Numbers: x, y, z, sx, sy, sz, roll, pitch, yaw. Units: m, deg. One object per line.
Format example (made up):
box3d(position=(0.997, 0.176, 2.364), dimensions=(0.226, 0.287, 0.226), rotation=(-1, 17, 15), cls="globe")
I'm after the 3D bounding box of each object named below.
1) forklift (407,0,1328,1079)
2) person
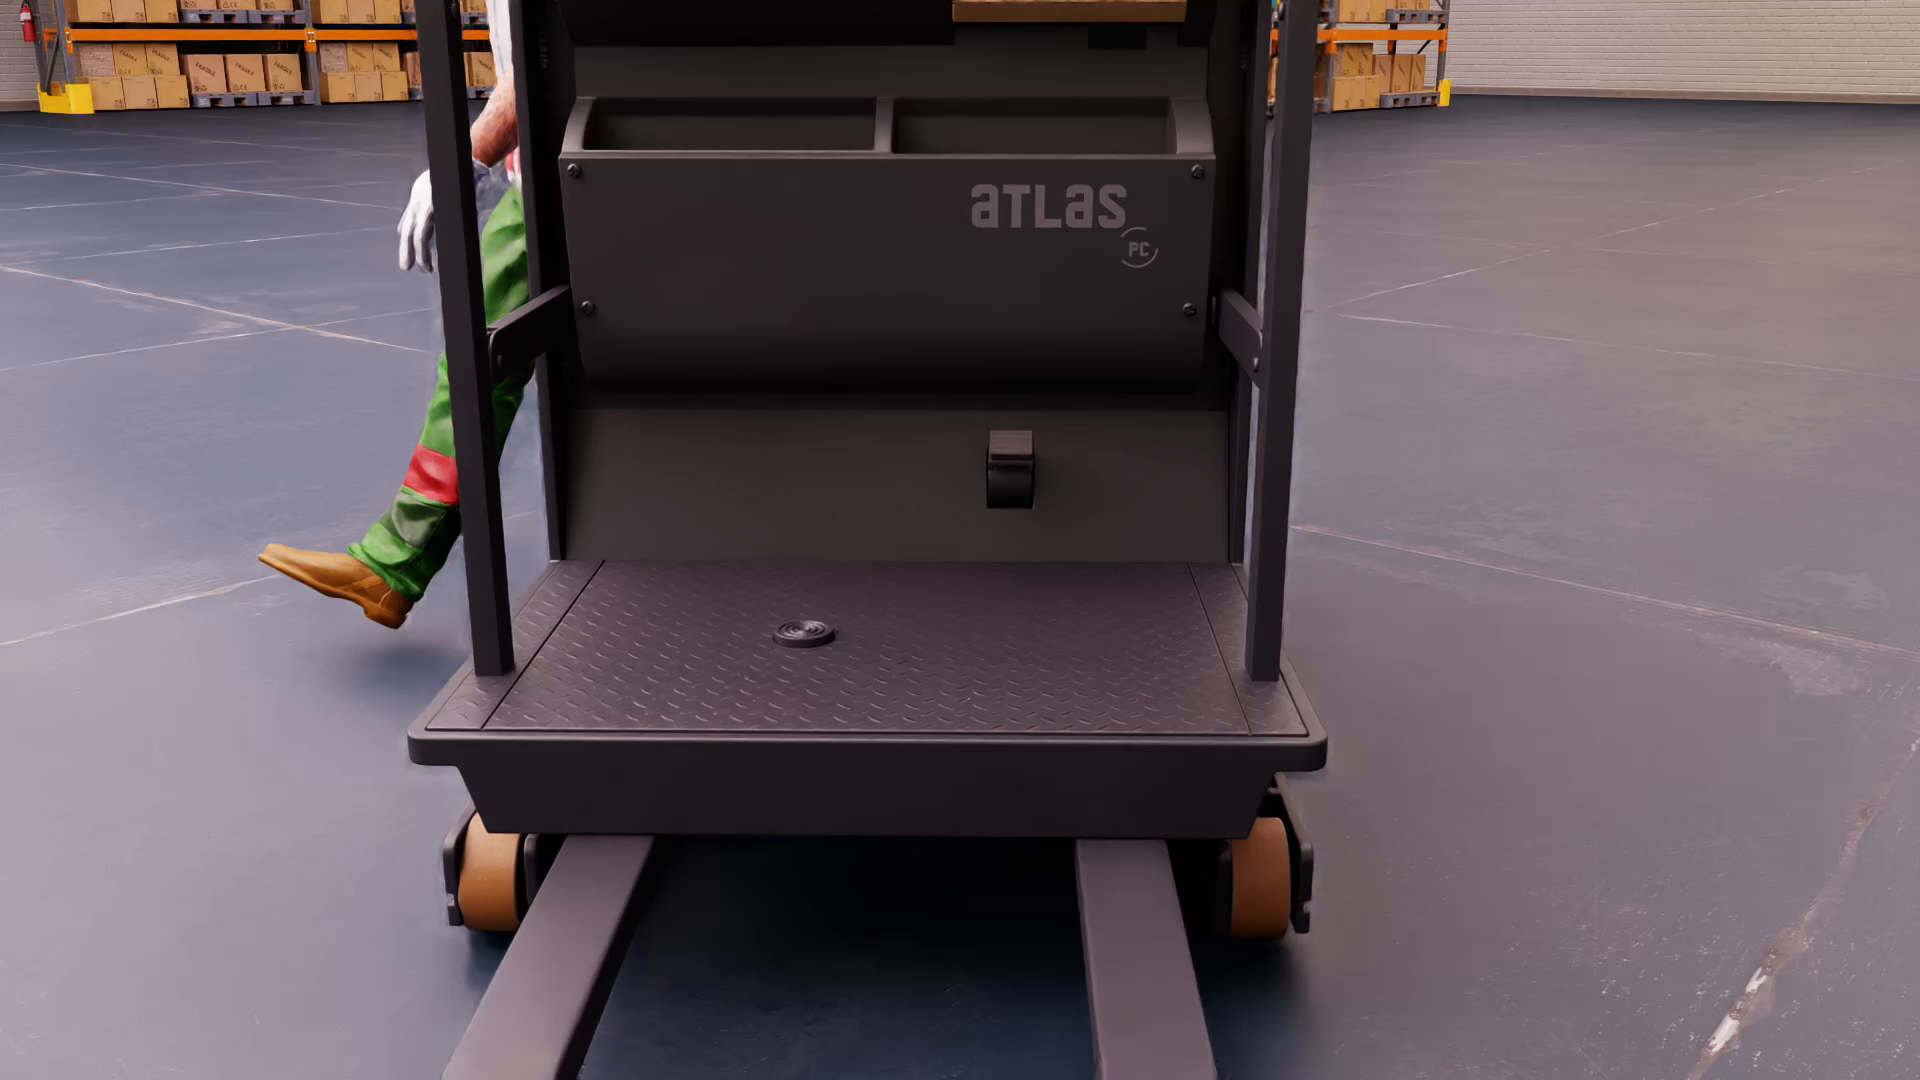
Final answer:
box3d(position=(-0.104, -0.965, 2.075), dimensions=(1.130, 2.935, 3.031), rotation=(0, 17, 1), cls="forklift")
box3d(position=(-0.837, -0.618, 3.080), dimensions=(0.980, 1.757, 0.720), rotation=(-9, 19, -28), cls="person")
